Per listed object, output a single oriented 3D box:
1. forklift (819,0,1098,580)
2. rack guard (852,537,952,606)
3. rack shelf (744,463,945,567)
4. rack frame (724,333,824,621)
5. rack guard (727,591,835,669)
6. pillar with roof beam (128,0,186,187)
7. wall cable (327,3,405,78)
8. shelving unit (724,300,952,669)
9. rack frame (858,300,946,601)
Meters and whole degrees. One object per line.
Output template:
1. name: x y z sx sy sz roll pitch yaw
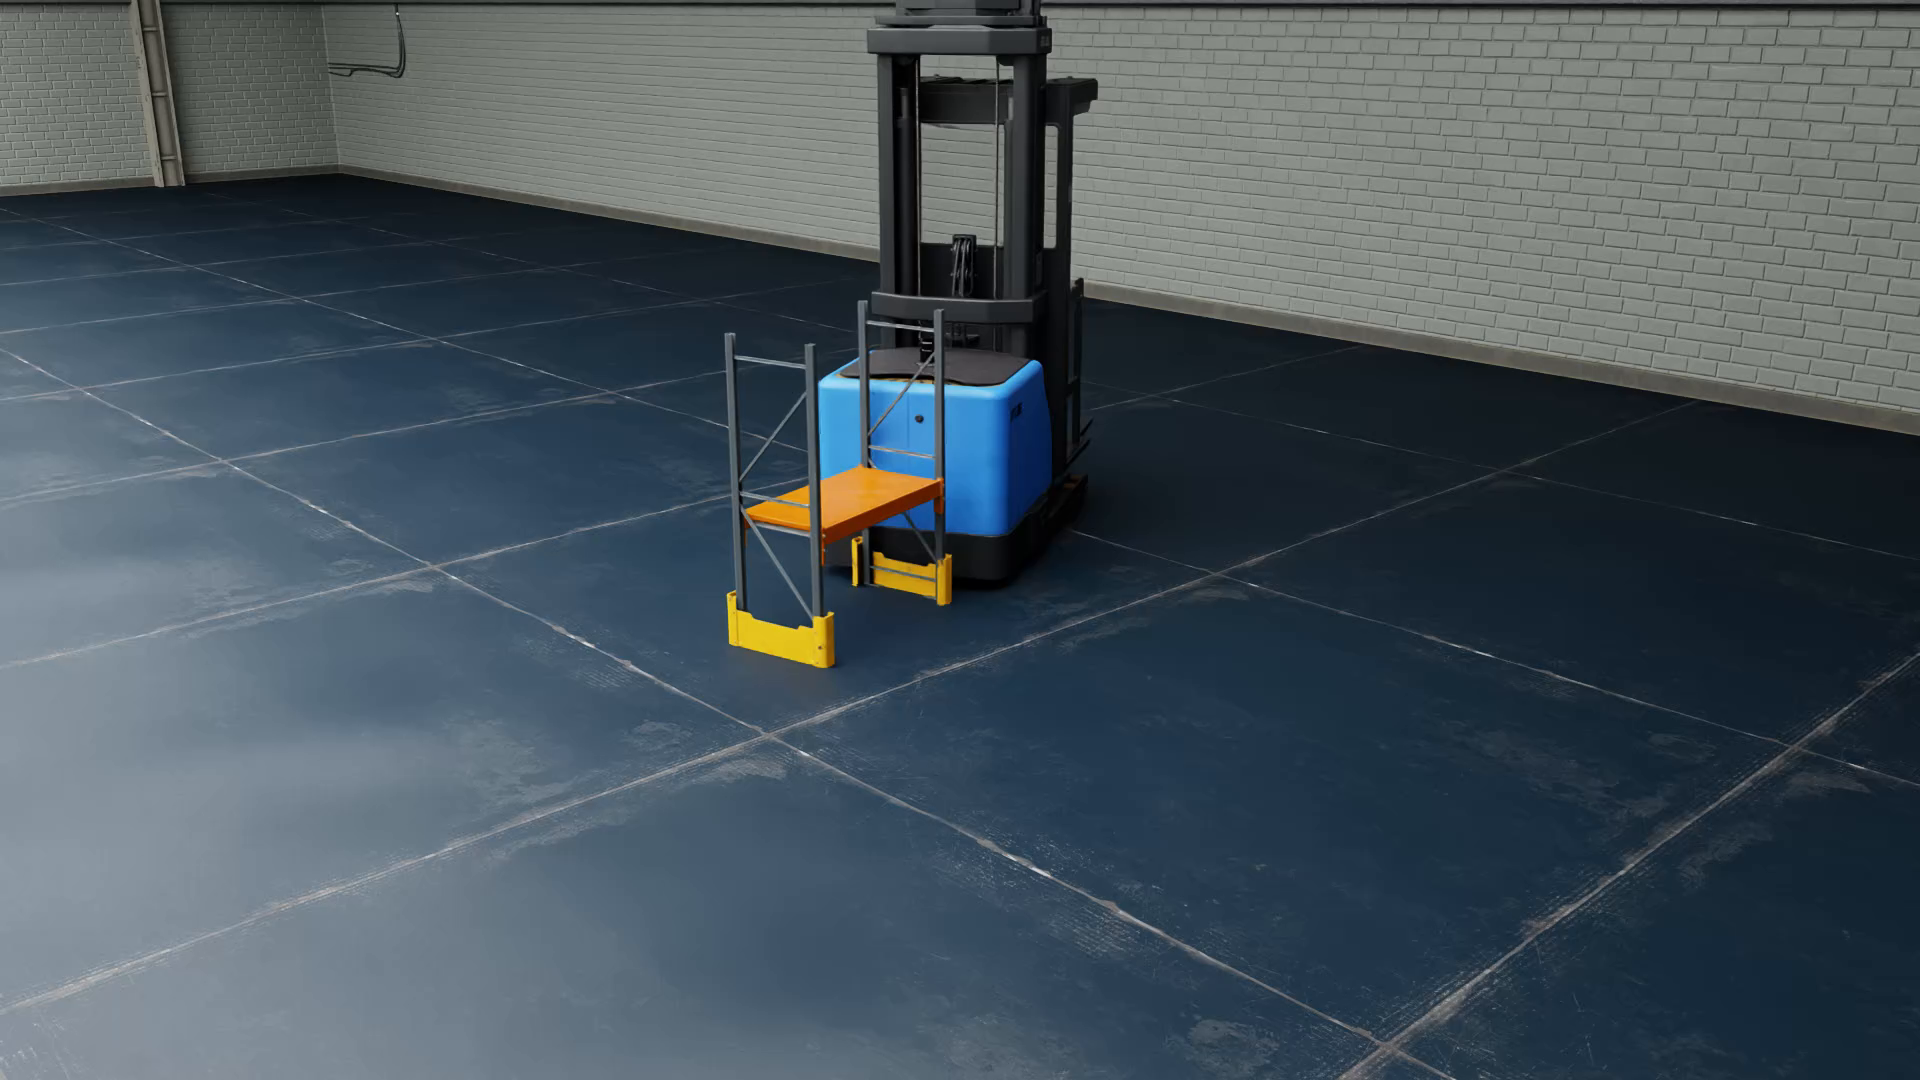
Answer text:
1. forklift: 0.157 -1.602 9.674 1.130 2.935 3.031 5 19 15
2. rack guard: -0.302 0.159 8.589 0.587 0.250 0.087 11 21 31
3. rack shelf: -0.567 -0.138 8.061 0.538 0.185 1.000 11 21 31
4. rack frame: -0.843 -0.177 7.599 0.500 1.500 0.032 11 21 31
5. rack guard: -0.842 0.417 7.793 0.587 0.250 0.087 11 21 31
6. pillar with roof beam: -10.198 -9.220 23.331 0.400 9.000 9.100 -16 24 -41
7. wall cable: -10.106 -9.036 27.797 0.112 2.526 3.097 -16 24 -41
8. shelving unit: -0.572 -0.307 7.998 0.587 1.500 1.083 11 21 31
9. rack frame: -0.291 -0.441 8.412 0.500 1.500 0.032 11 21 31
